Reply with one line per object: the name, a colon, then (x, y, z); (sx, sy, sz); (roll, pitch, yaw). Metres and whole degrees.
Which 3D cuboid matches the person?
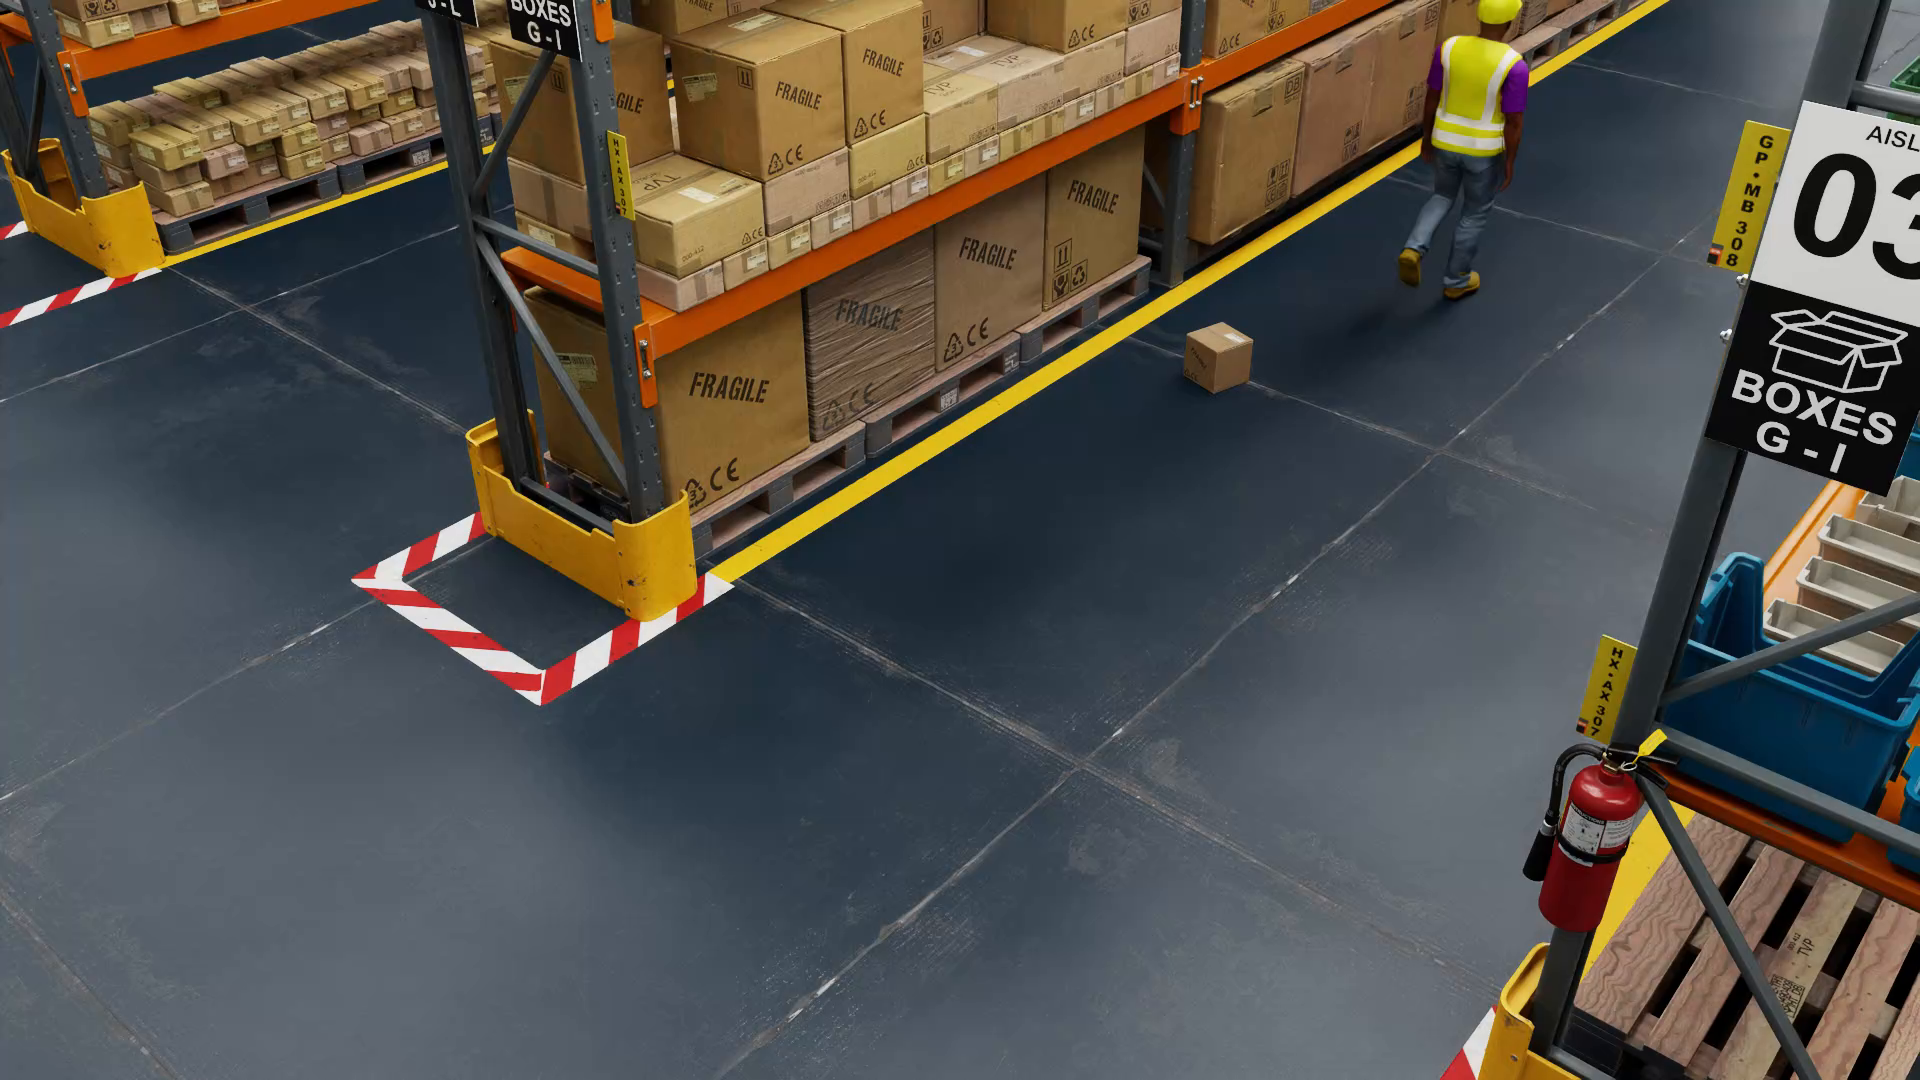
person: (2.789, -2.161, 9.190); (0.581, 1.760, 0.582); (29, 44, 35)
